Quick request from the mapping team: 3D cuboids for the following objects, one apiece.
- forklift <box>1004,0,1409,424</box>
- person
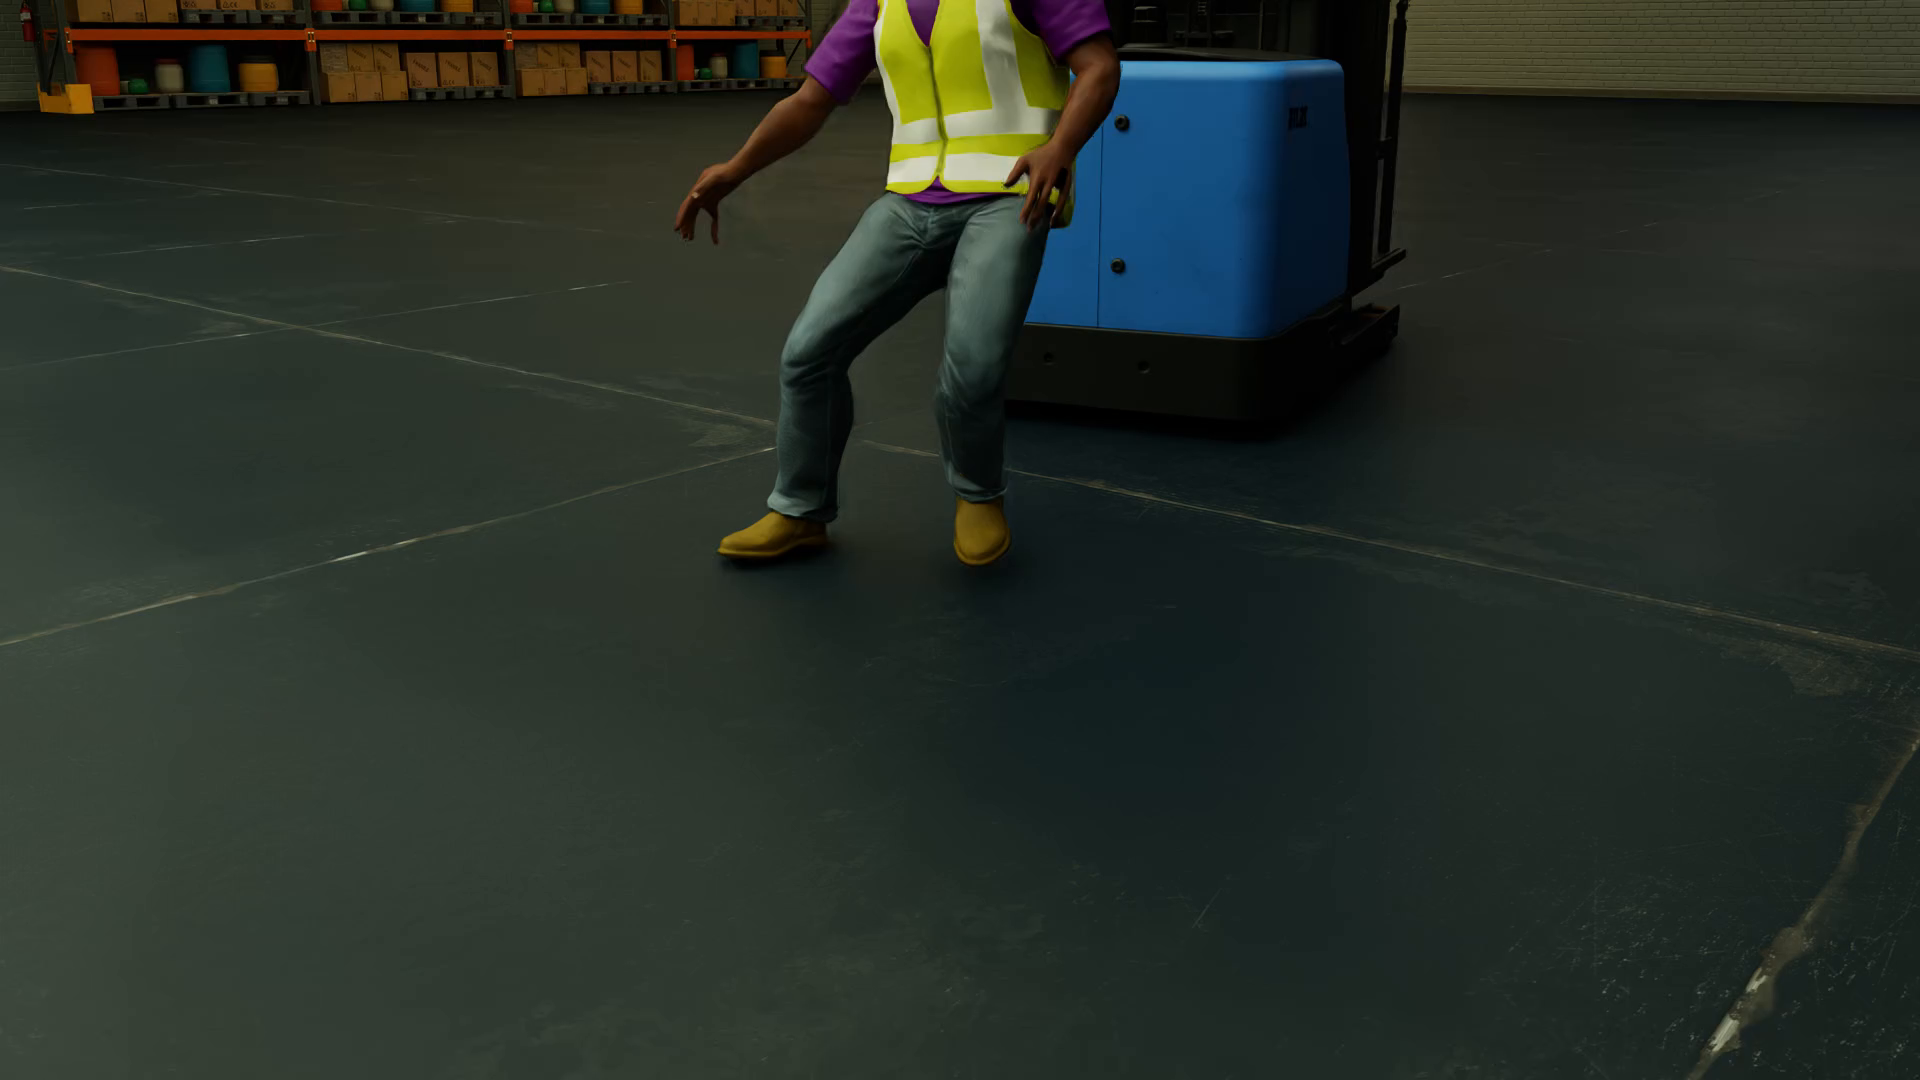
[{"bbox_3d":[1.037,-2.131,5.915,1.130,2.935,3.031,8,18,24],"label":"forklift"},{"bbox_3d":[-0.100,-0.730,3.532,0.860,1.644,0.614,11,20,32],"label":"person"}]
